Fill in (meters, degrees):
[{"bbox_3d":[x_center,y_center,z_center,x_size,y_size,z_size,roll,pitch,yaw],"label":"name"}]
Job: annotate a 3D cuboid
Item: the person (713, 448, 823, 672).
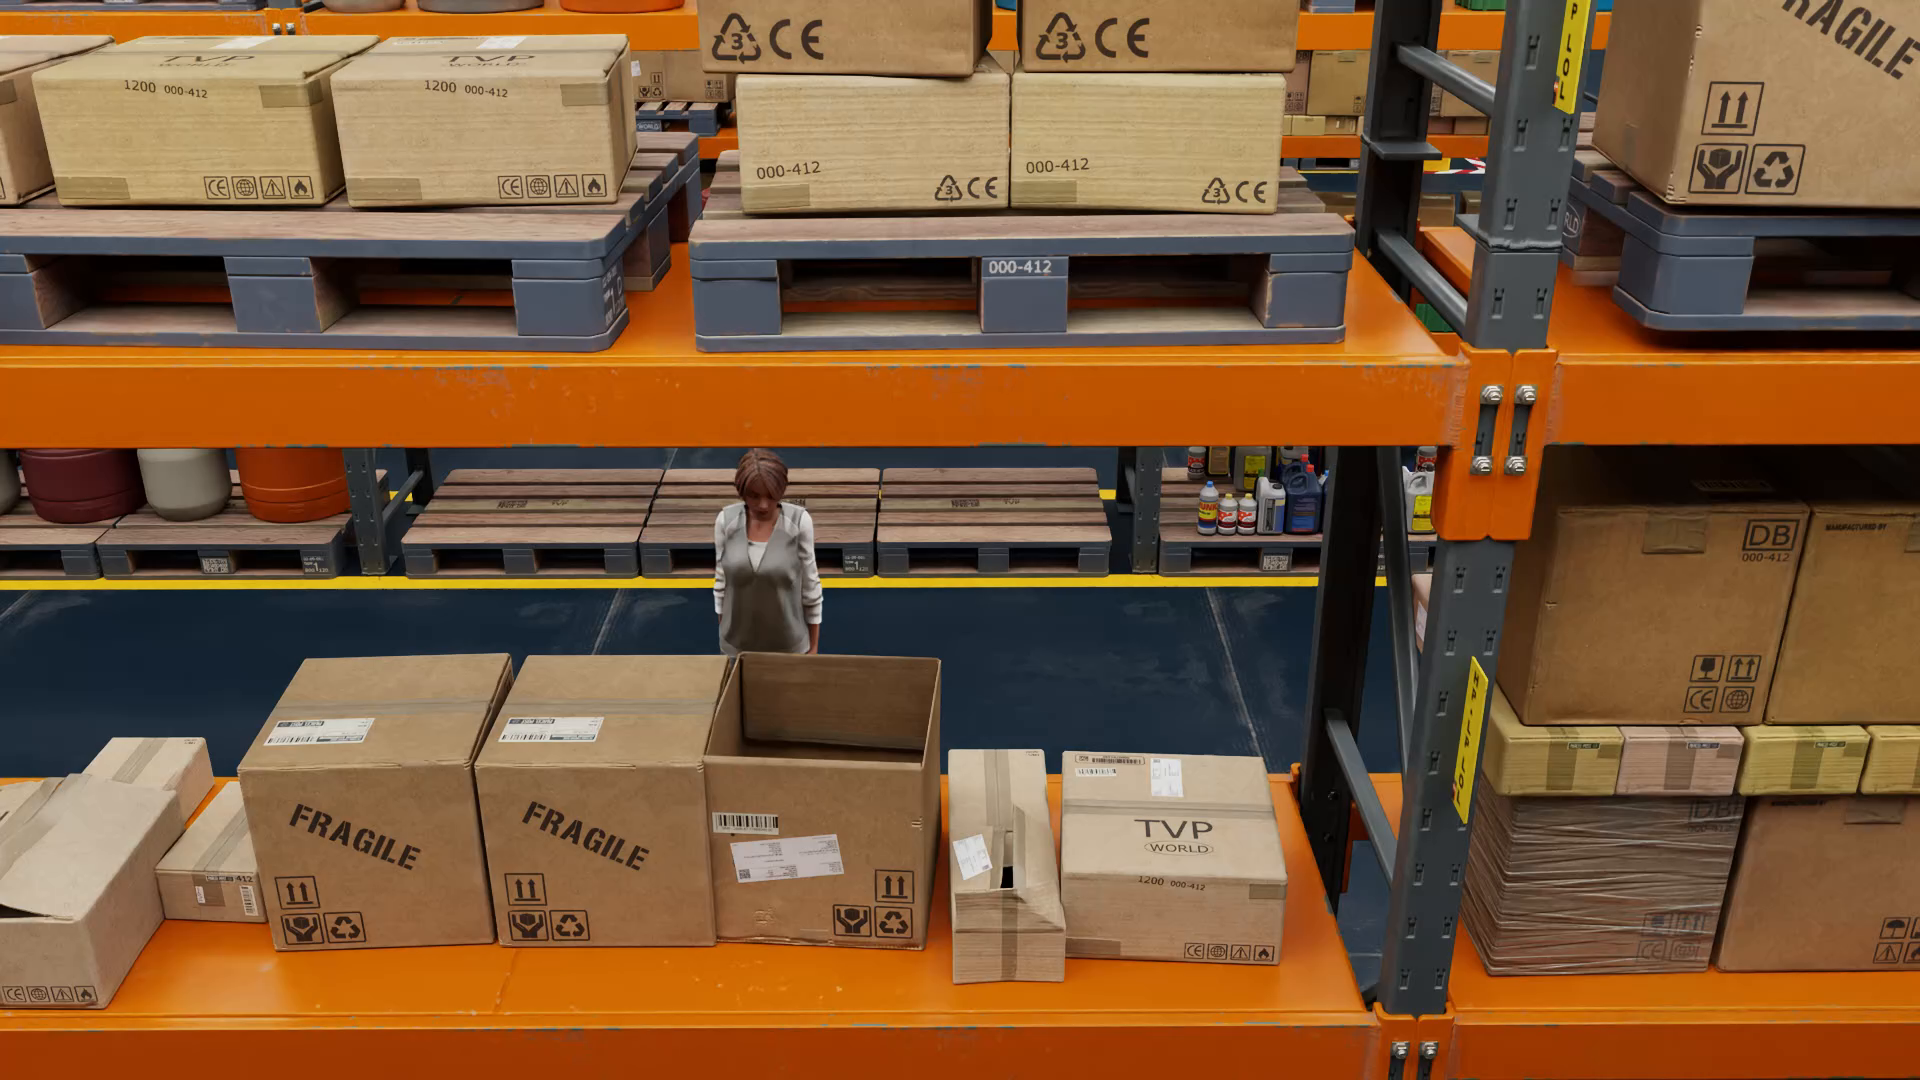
[{"bbox_3d":[-0.708,0.408,6.236,0.407,1.591,0.299,0,24,1],"label":"person"}]
